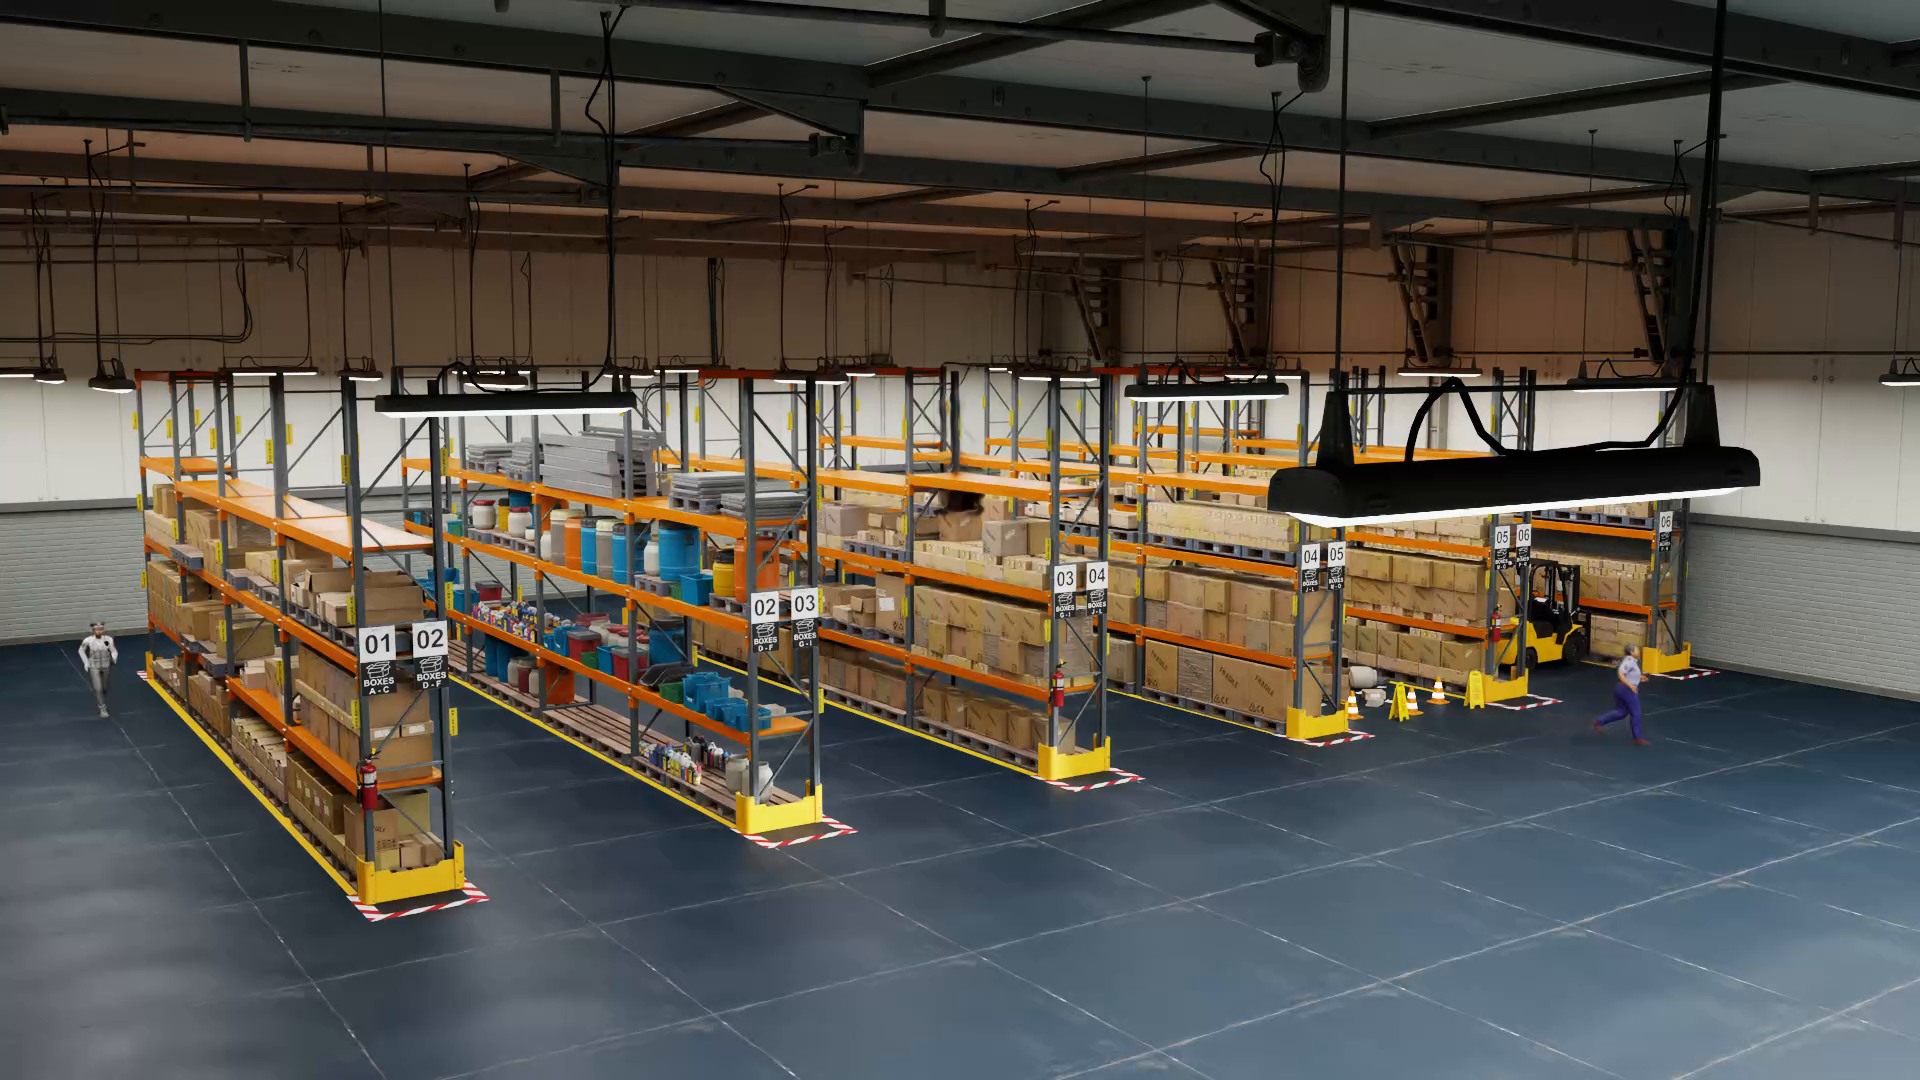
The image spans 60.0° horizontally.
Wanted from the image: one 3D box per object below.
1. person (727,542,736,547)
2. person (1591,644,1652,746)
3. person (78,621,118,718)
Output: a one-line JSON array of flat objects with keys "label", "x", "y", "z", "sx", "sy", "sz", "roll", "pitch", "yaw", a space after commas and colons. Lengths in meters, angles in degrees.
[{"label": "person", "x": -5.585, "y": 0.897, "z": 40.563, "sx": 0.590, "sy": 1.719, "sz": 0.864, "roll": -6, "pitch": 9, "yaw": -41}, {"label": "person", "x": 10.763, "y": 2.492, "z": 26.914, "sx": 0.880, "sy": 1.650, "sz": 0.614, "roll": 2, "pitch": 7, "yaw": 15}, {"label": "person", "x": -15.087, "y": 2.232, "z": 29.137, "sx": 0.600, "sy": 1.673, "sz": 0.820, "roll": -5, "pitch": 8, "yaw": -37}]
